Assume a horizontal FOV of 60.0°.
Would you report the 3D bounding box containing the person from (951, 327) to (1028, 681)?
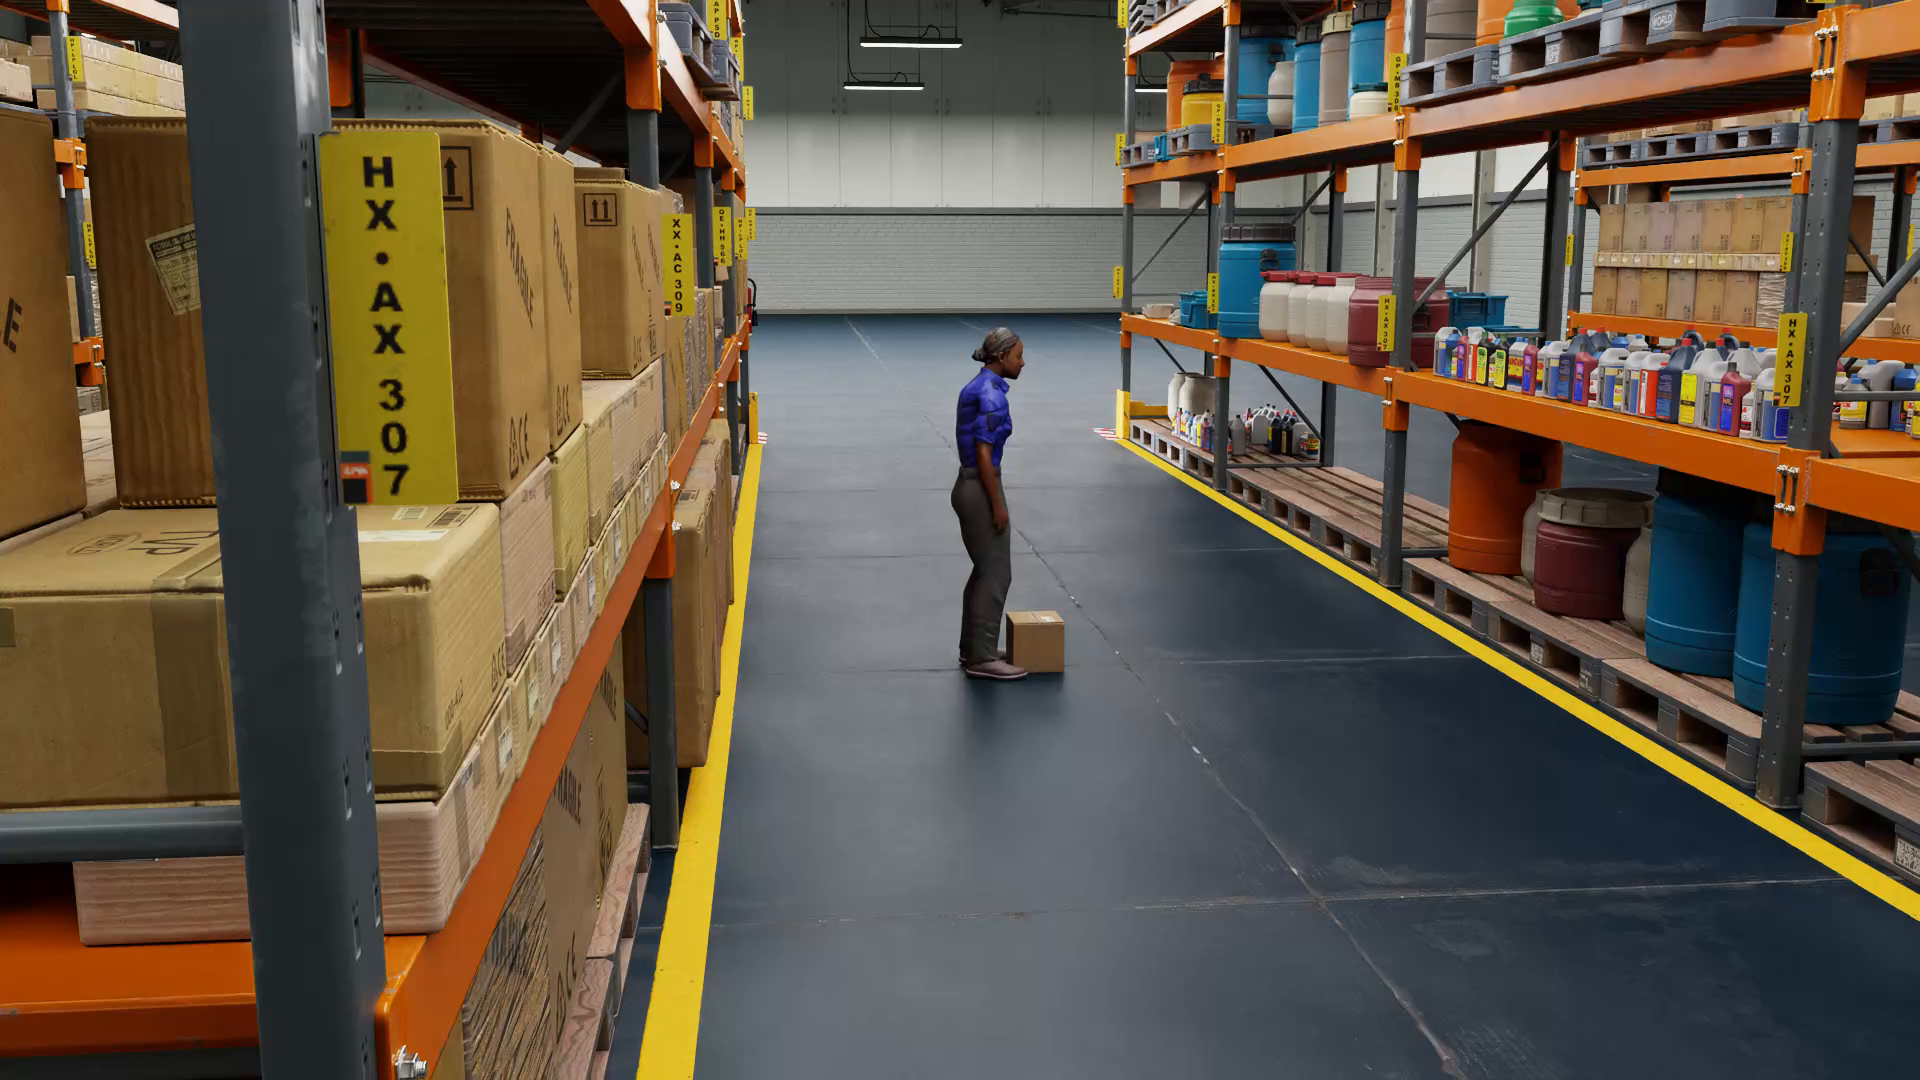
[{"bbox_3d":[0.137,-0.188,7.972,0.349,1.655,0.509,-1,10,-5],"label":"person"}]
